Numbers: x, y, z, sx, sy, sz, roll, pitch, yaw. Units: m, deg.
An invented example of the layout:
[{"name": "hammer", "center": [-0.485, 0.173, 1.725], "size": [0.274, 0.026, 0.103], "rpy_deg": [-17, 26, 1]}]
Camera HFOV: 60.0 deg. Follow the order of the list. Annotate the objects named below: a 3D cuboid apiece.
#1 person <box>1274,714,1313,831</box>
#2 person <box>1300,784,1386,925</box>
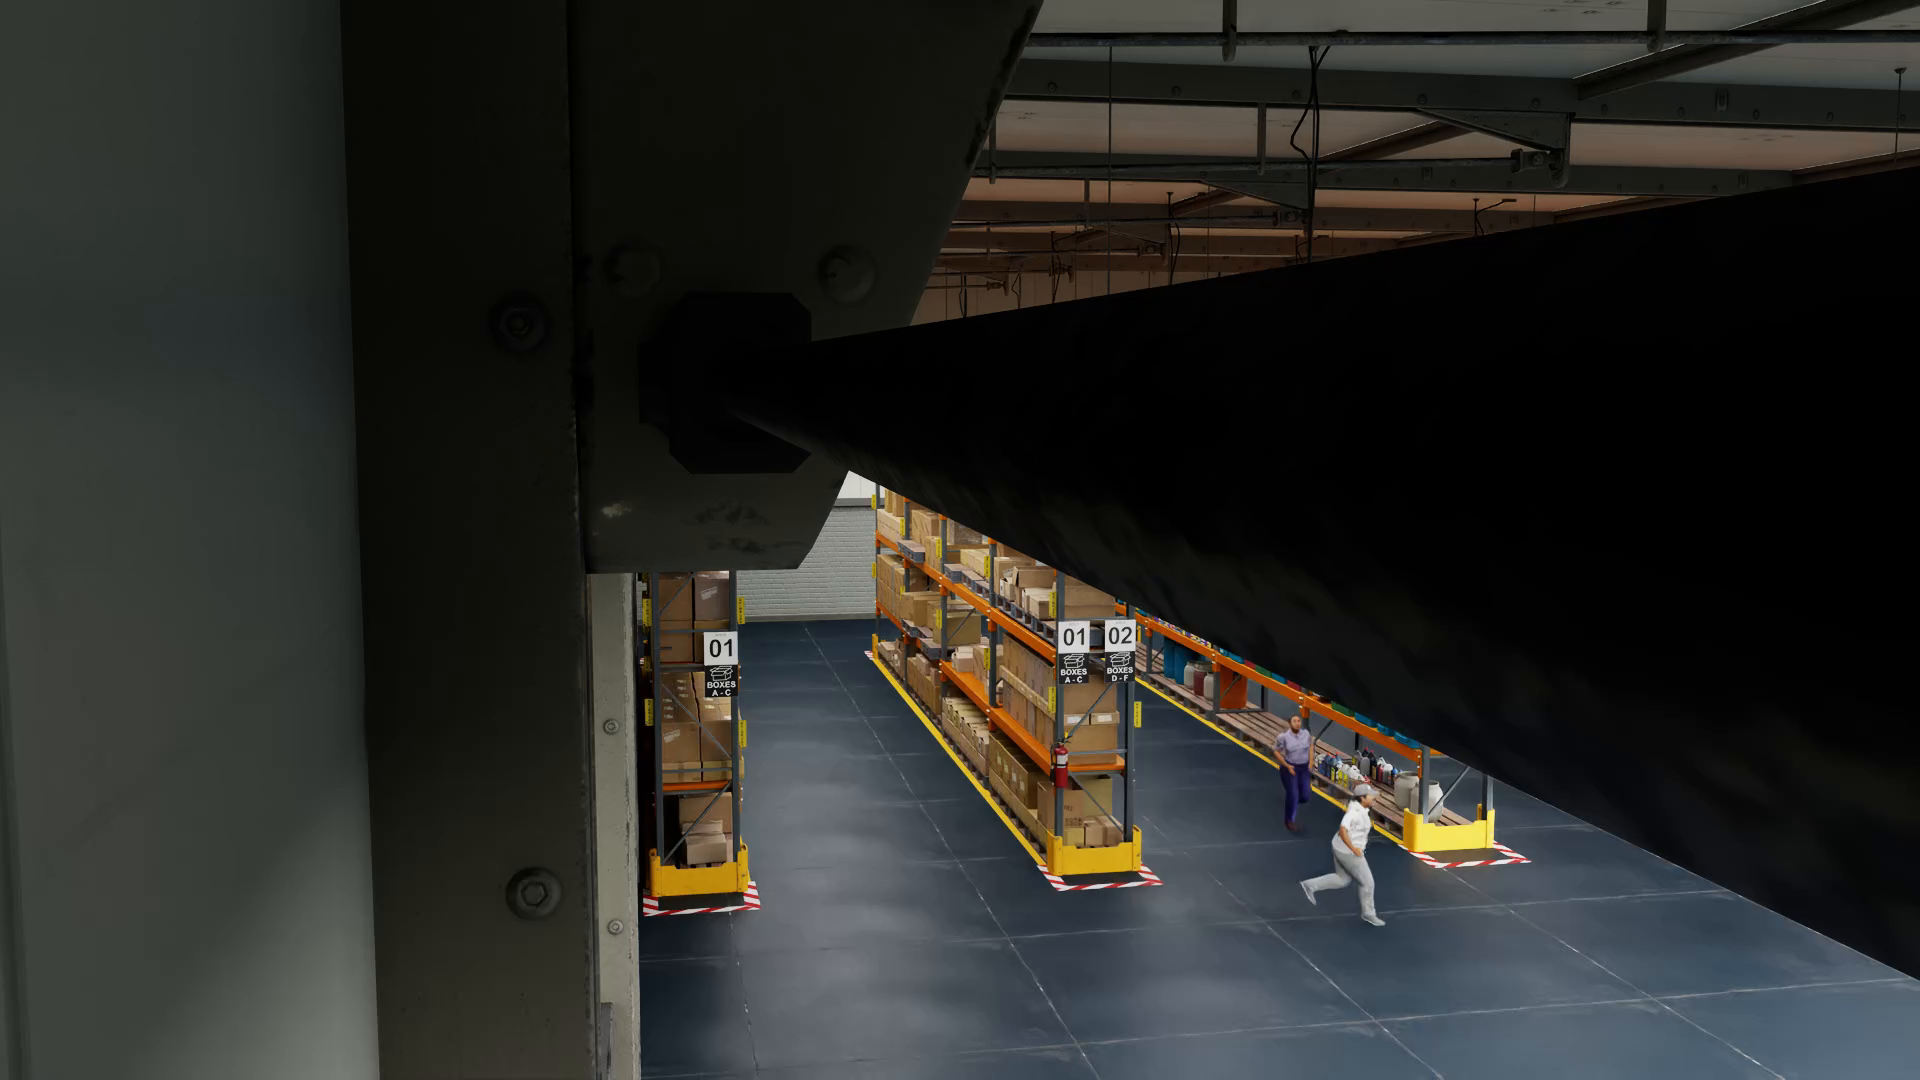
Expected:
[{"name": "person", "center": [4.620, 3.185, 22.999], "size": [0.615, 1.617, 0.625], "rpy_deg": [-1, 6, -13]}, {"name": "person", "center": [4.399, 3.593, 19.039], "size": [0.974, 1.666, 0.605], "rpy_deg": [1, 6, 10]}]
